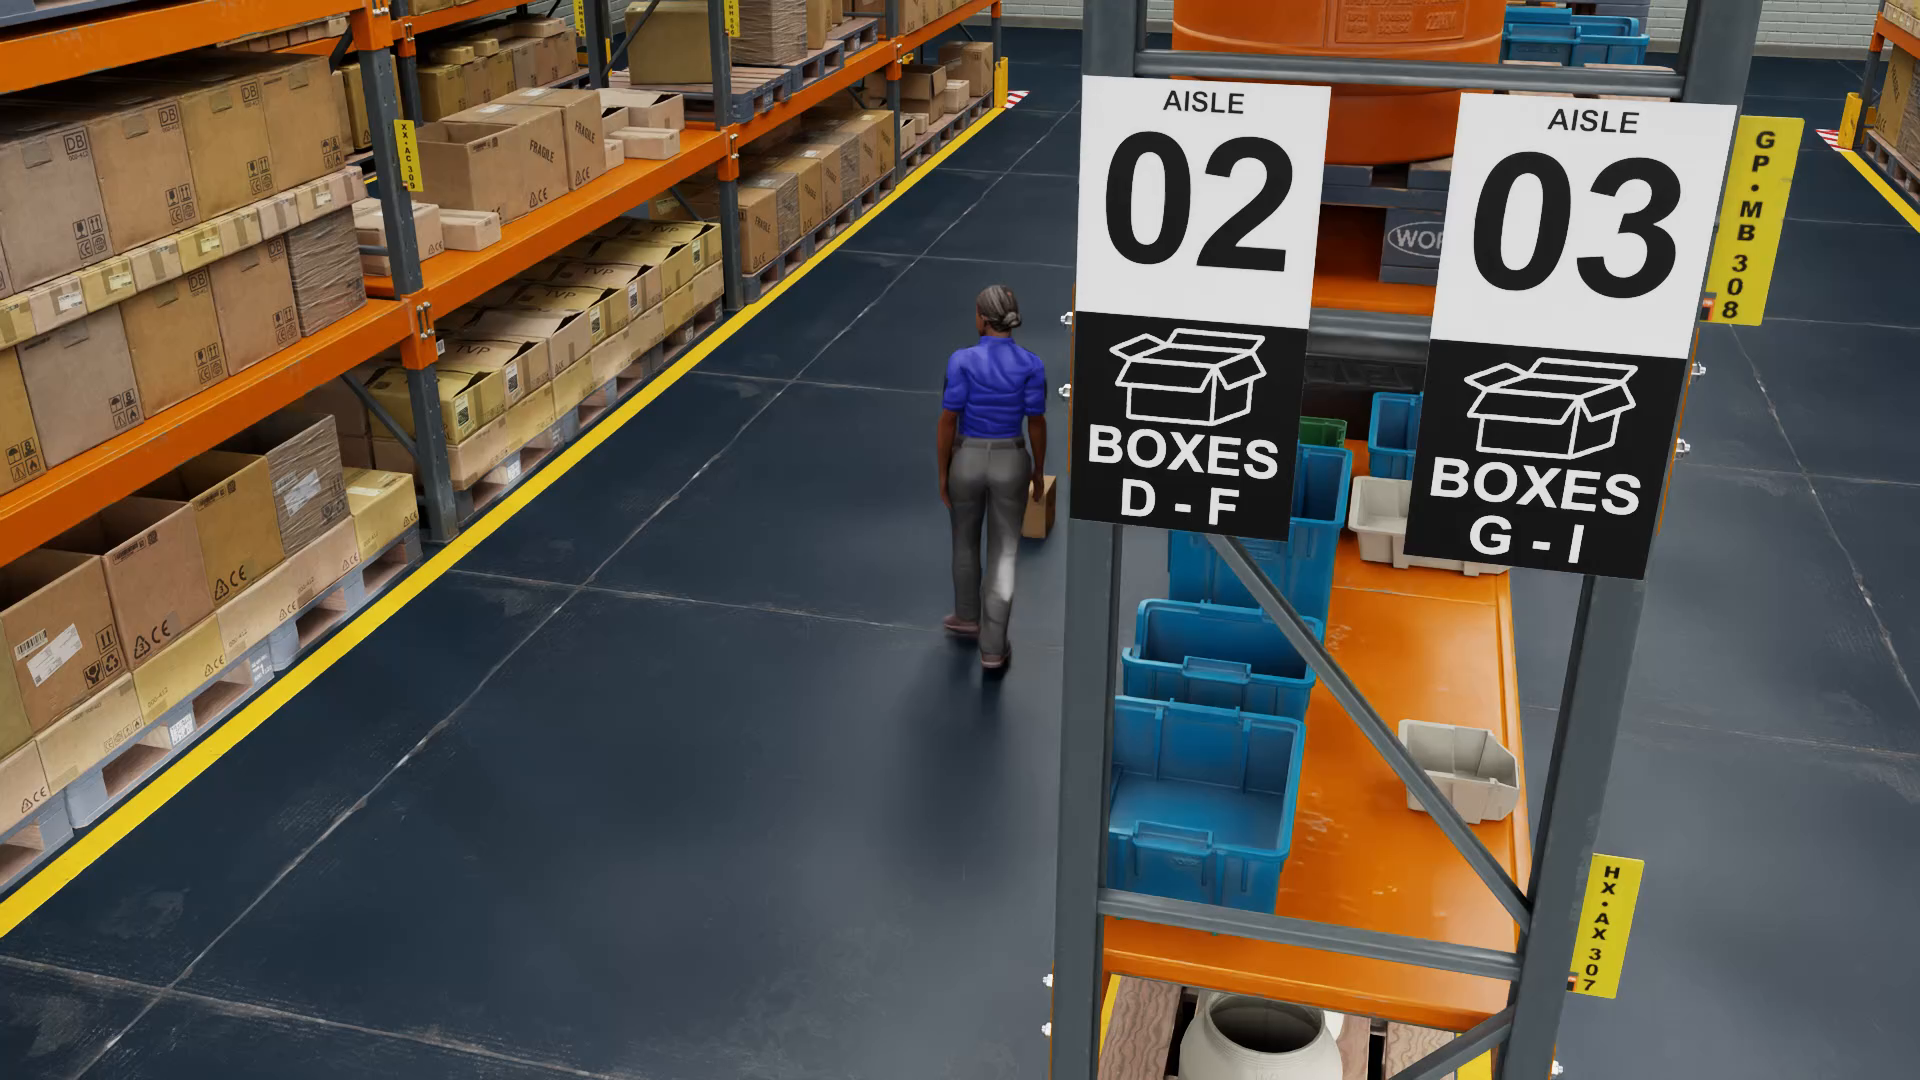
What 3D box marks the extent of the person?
[{"bbox_3d":[0.137,-0.249,7.174,0.465,1.701,0.618,1,26,3],"label":"person"}]
